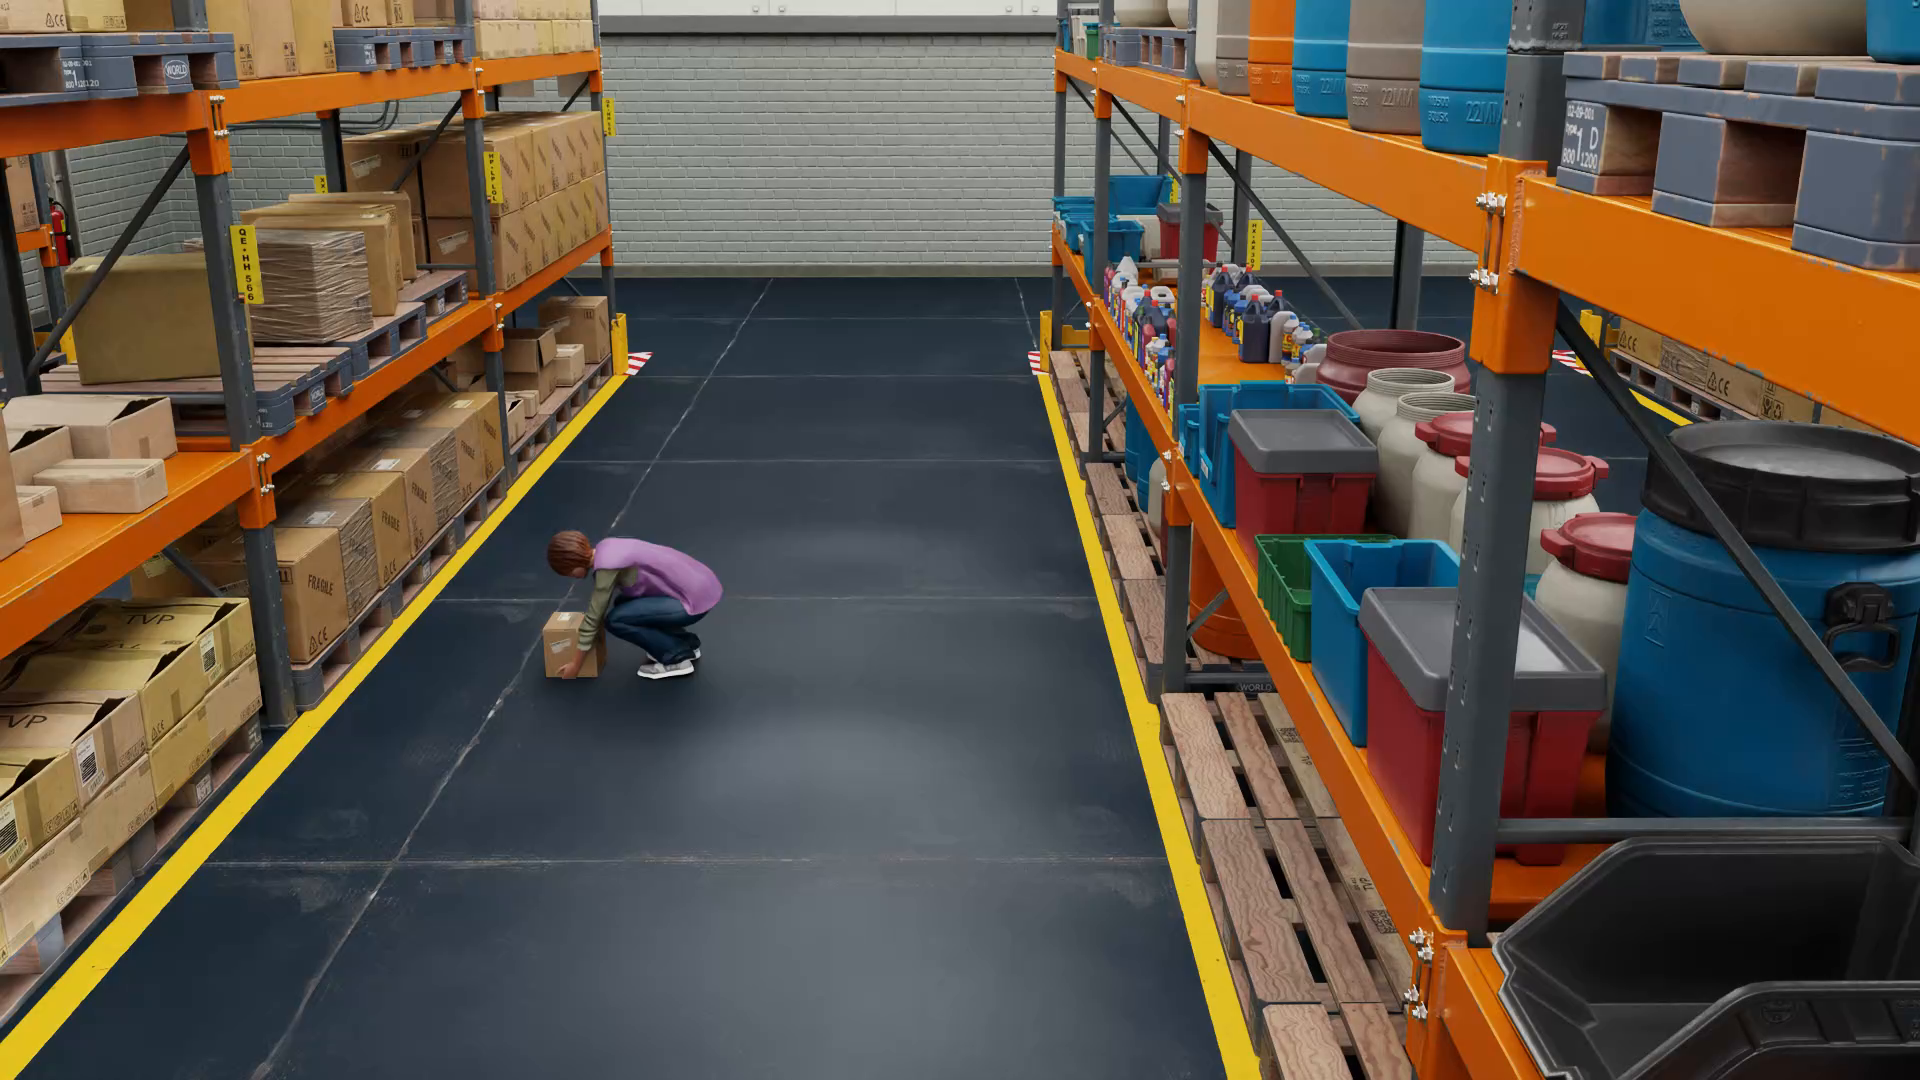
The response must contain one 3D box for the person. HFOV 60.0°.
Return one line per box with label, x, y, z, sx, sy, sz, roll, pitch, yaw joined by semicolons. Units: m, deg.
person;-1.571;0.334;8.117;0.821;0.722;0.435;0;17;-1
